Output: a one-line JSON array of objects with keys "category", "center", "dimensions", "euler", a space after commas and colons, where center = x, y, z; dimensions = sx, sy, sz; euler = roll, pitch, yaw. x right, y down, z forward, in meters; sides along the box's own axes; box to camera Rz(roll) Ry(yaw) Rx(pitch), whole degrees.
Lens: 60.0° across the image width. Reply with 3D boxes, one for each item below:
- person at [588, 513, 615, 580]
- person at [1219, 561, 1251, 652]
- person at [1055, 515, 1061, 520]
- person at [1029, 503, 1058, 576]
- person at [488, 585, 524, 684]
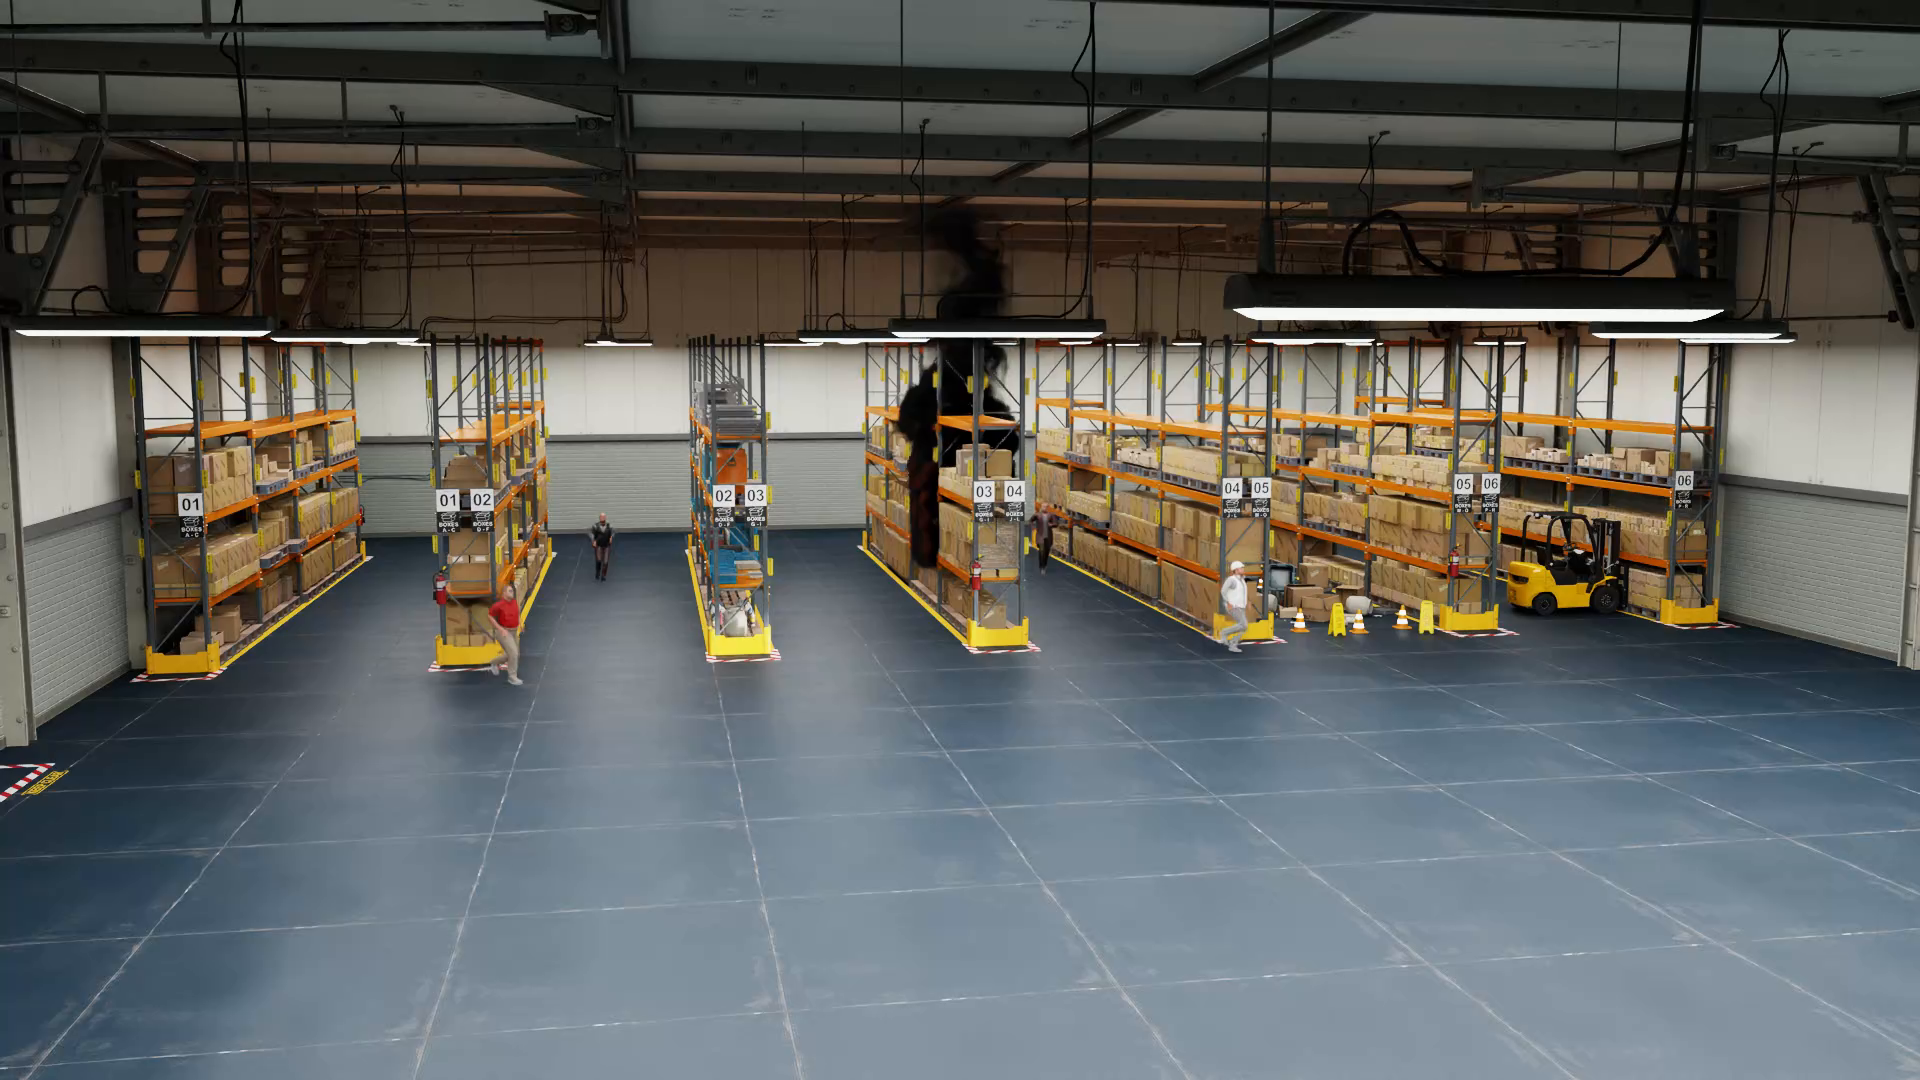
[{"category": "person", "center": [-8.822, 0.160, 41.080], "dimensions": [0.635, 1.651, 0.615], "euler": [-2, 7, -20]}, {"category": "person", "center": [5.295, 1.260, 31.651], "dimensions": [0.533, 1.699, 0.683], "euler": [5, 8, 36]}, {"category": "person", "center": [2.839, -0.784, 50.013], "dimensions": [0.632, 1.576, 0.606], "euler": [-1, 7, -6]}, {"category": "person", "center": [2.155, -0.049, 42.576], "dimensions": [0.681, 1.827, 0.909], "euler": [-1, 7, -11]}, {"category": "person", "center": [-7.839, 1.617, 28.639], "dimensions": [0.751, 1.698, 0.658], "euler": [3, 7, 22]}]
